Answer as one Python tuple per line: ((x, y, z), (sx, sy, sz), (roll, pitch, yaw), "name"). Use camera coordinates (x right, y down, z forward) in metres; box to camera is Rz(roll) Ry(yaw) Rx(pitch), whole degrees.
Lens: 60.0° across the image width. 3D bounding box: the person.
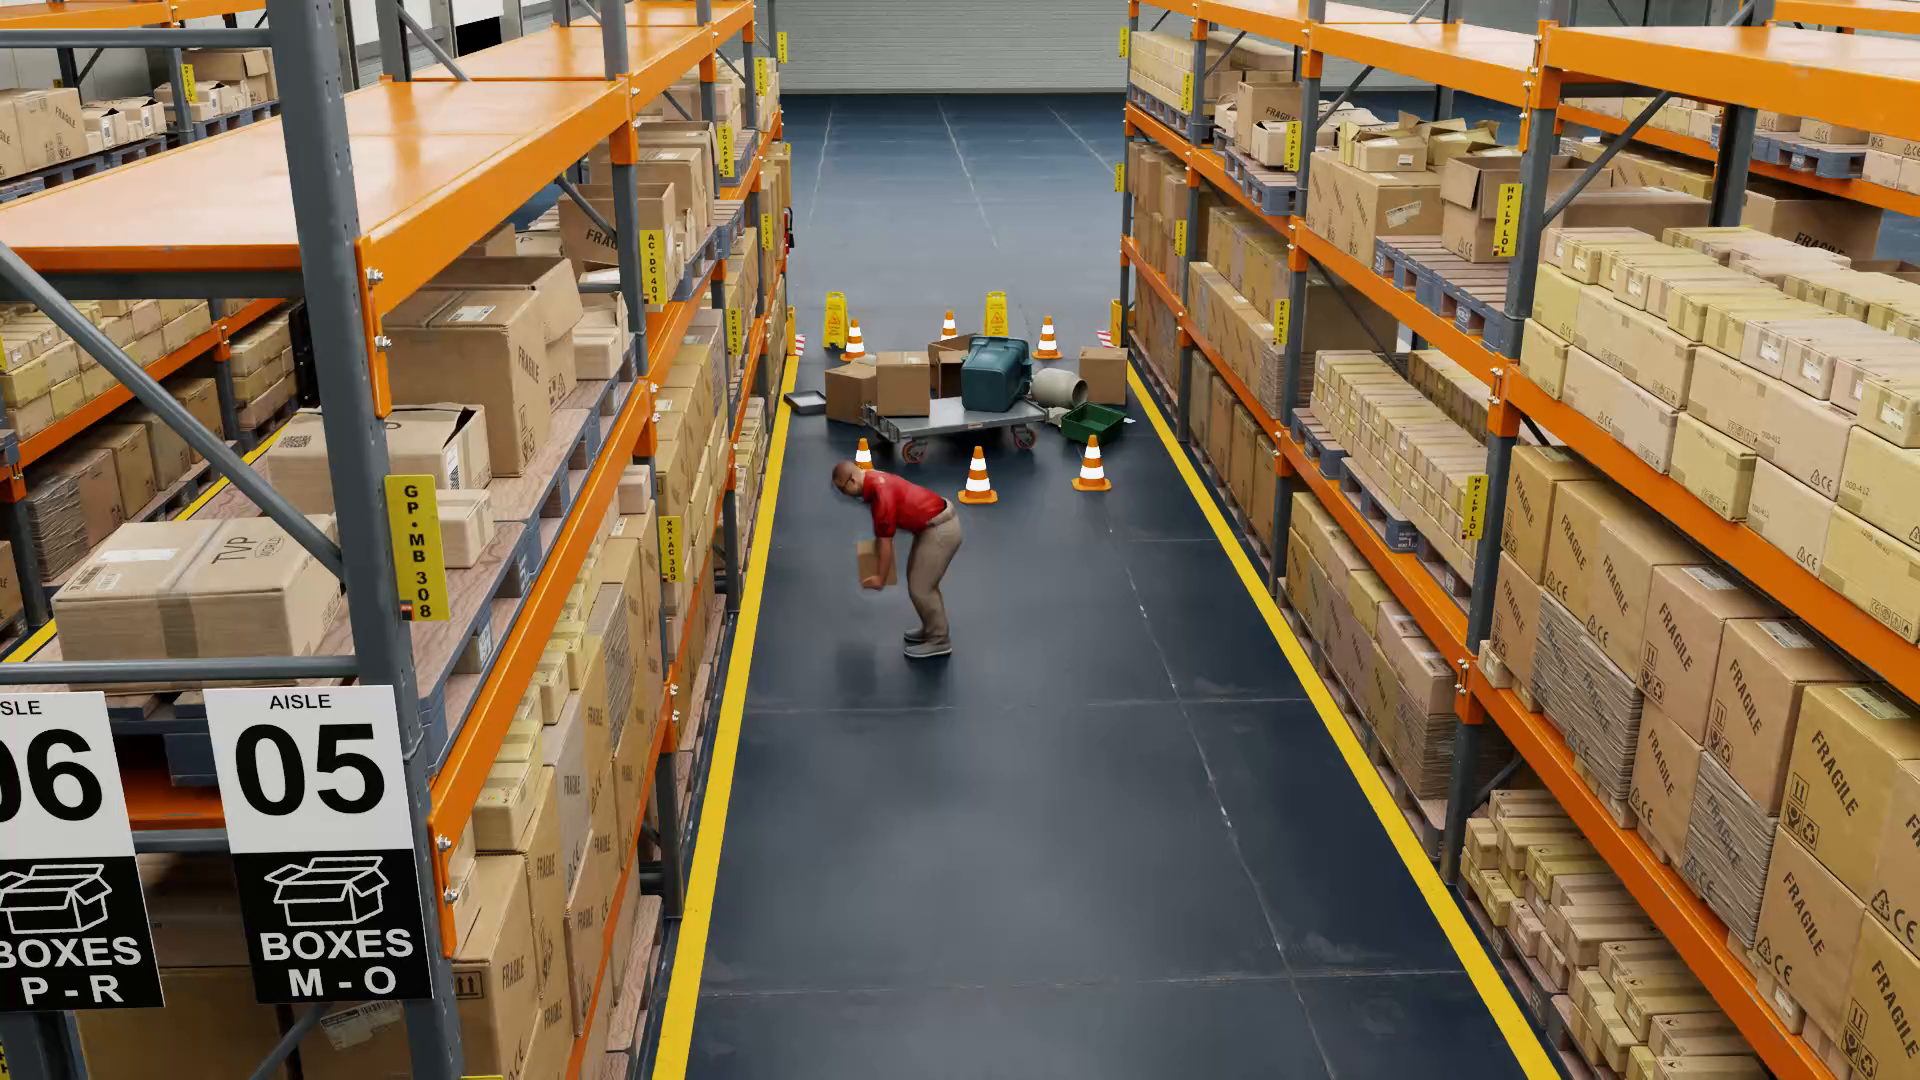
((-0.420, 0.106, 11.335), (0.875, 1.374, 0.477), (-2, 20, -4), "person")
